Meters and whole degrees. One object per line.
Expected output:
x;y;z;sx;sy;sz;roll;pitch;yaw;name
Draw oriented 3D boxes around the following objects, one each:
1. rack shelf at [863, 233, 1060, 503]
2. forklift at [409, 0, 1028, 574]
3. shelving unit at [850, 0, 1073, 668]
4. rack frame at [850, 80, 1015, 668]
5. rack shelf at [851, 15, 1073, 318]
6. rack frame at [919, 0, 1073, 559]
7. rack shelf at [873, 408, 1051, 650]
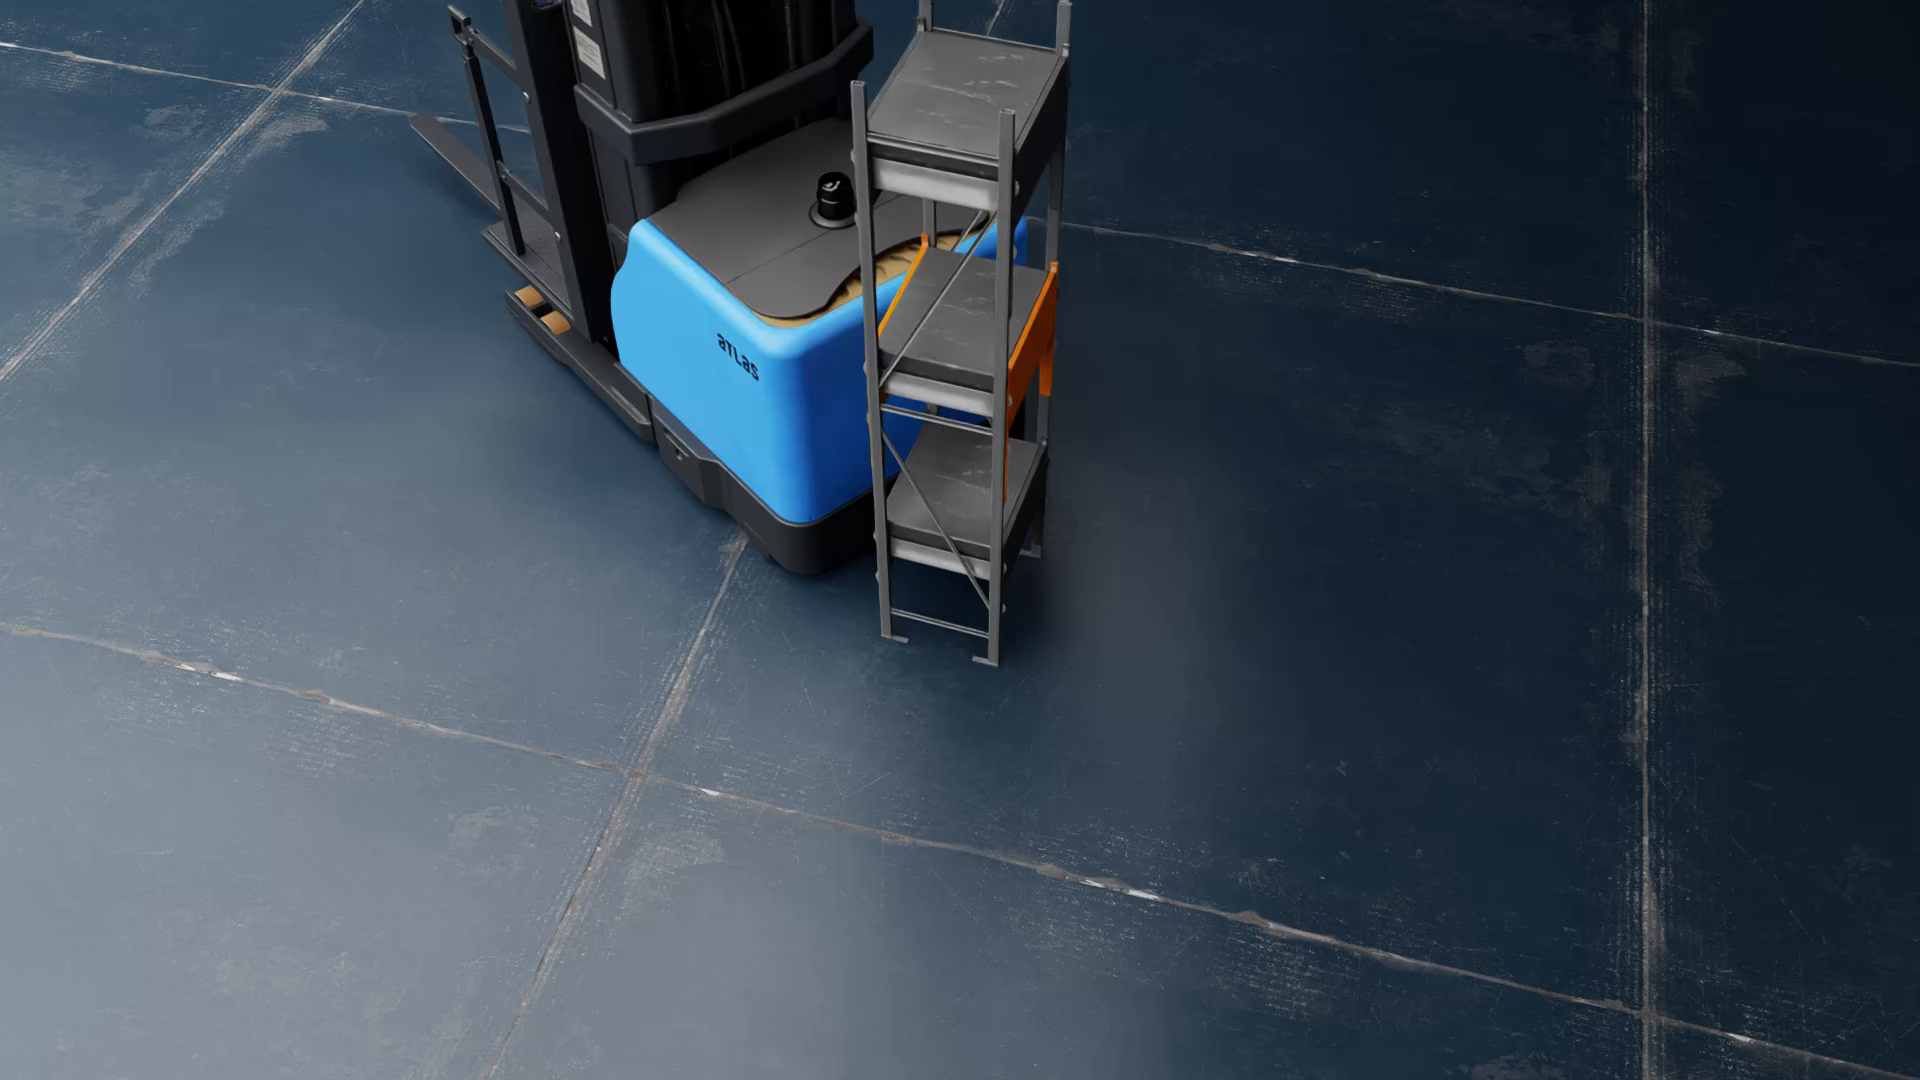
0.011;-0.498;4.807;0.431;0.518;0.480;14;50;12;rack shelf
-1.102;-1.896;5.469;1.130;2.935;3.031;-32;56;-25;forklift
0.011;-0.507;4.797;0.431;2.100;0.503;14;50;12;shelving unit
-0.065;-0.333;4.643;0.400;2.100;0.015;14;50;12;rack frame
0.011;-0.961;4.282;0.431;0.518;0.480;14;50;12;rack shelf
0.087;-0.681;4.950;0.400;2.100;0.015;14;50;12;rack frame
0.011;-0.035;5.332;0.431;0.518;0.480;14;50;12;rack shelf
